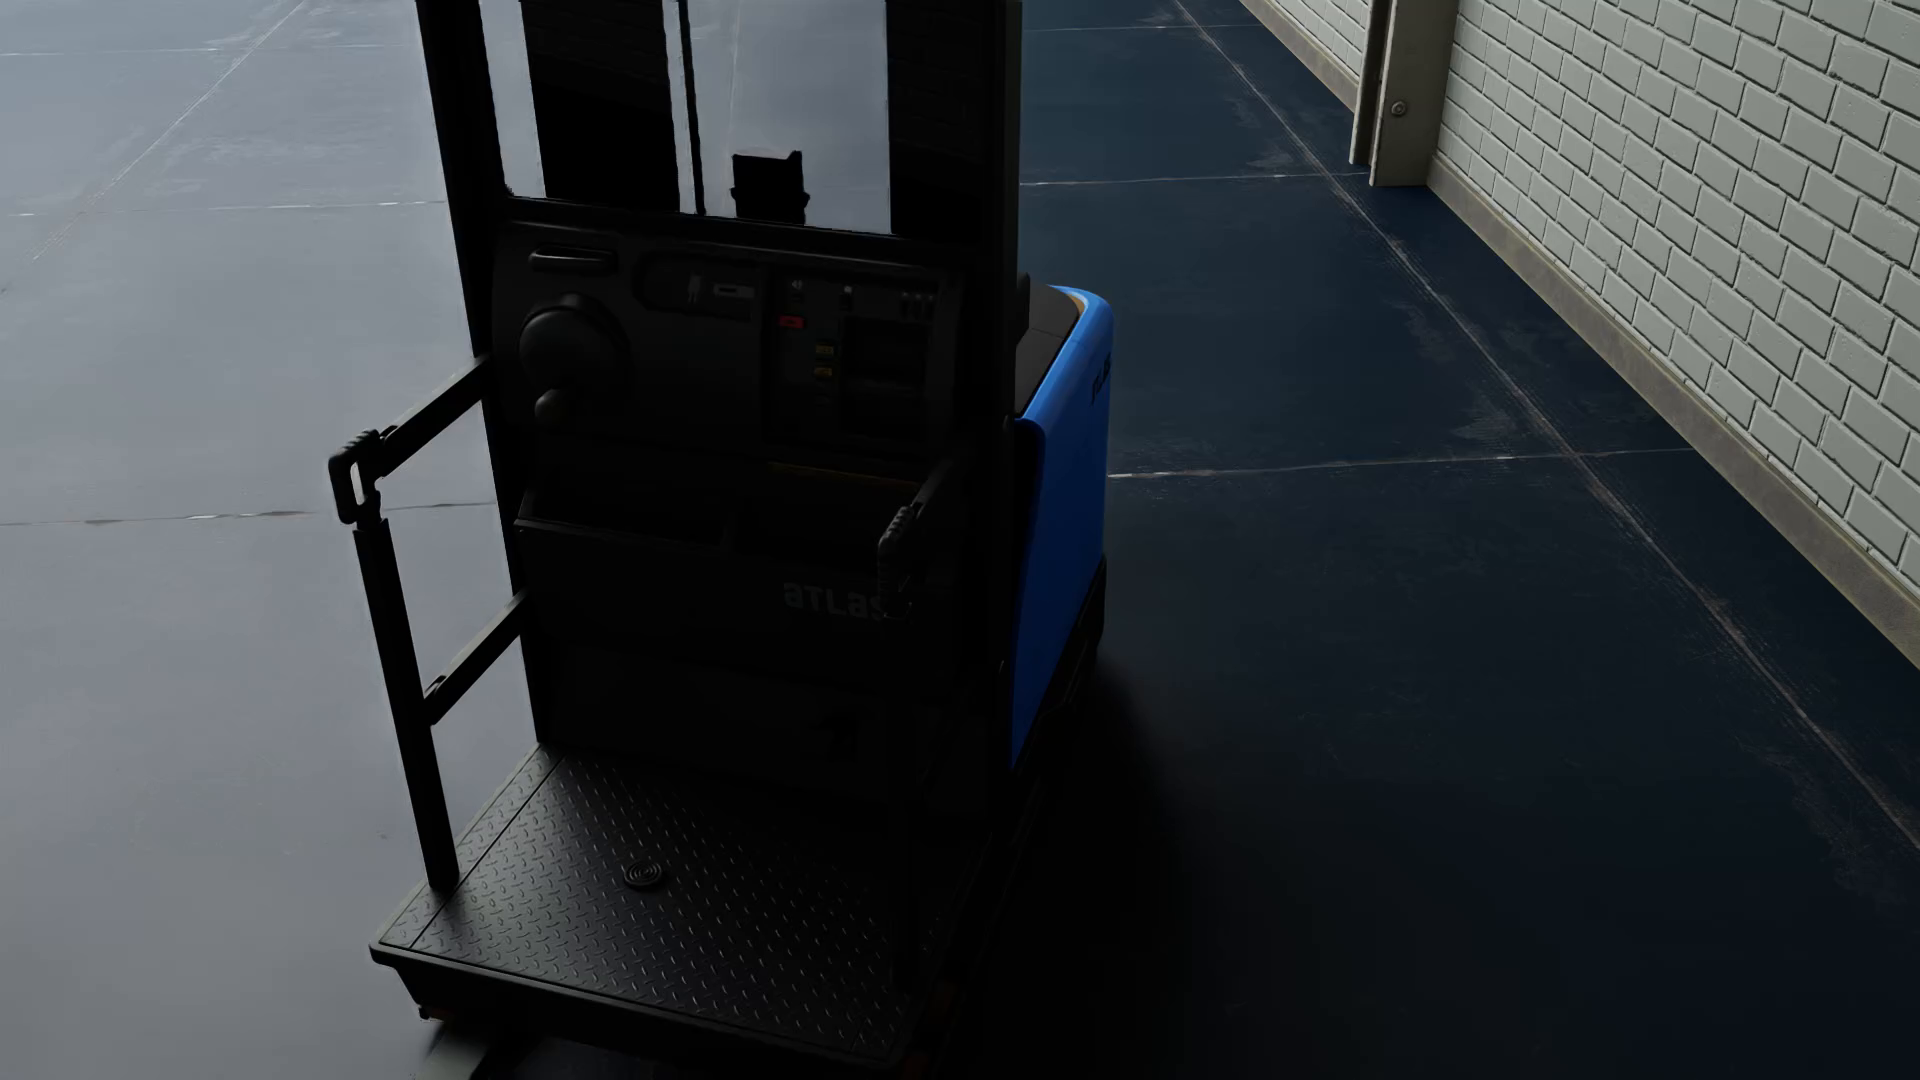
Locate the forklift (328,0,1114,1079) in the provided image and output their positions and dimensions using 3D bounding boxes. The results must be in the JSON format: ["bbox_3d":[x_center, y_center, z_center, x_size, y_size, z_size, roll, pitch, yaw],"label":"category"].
[{"bbox_3d":[-0.502,-0.316,2.920,1.130,2.935,3.031,9,32,14],"label":"forklift"}]

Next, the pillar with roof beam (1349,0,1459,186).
[{"bbox_3d":[-2.130,-5.499,5.681,9.100,9.000,0.400,-3,31,-5],"label":"pillar with roof beam"}]
